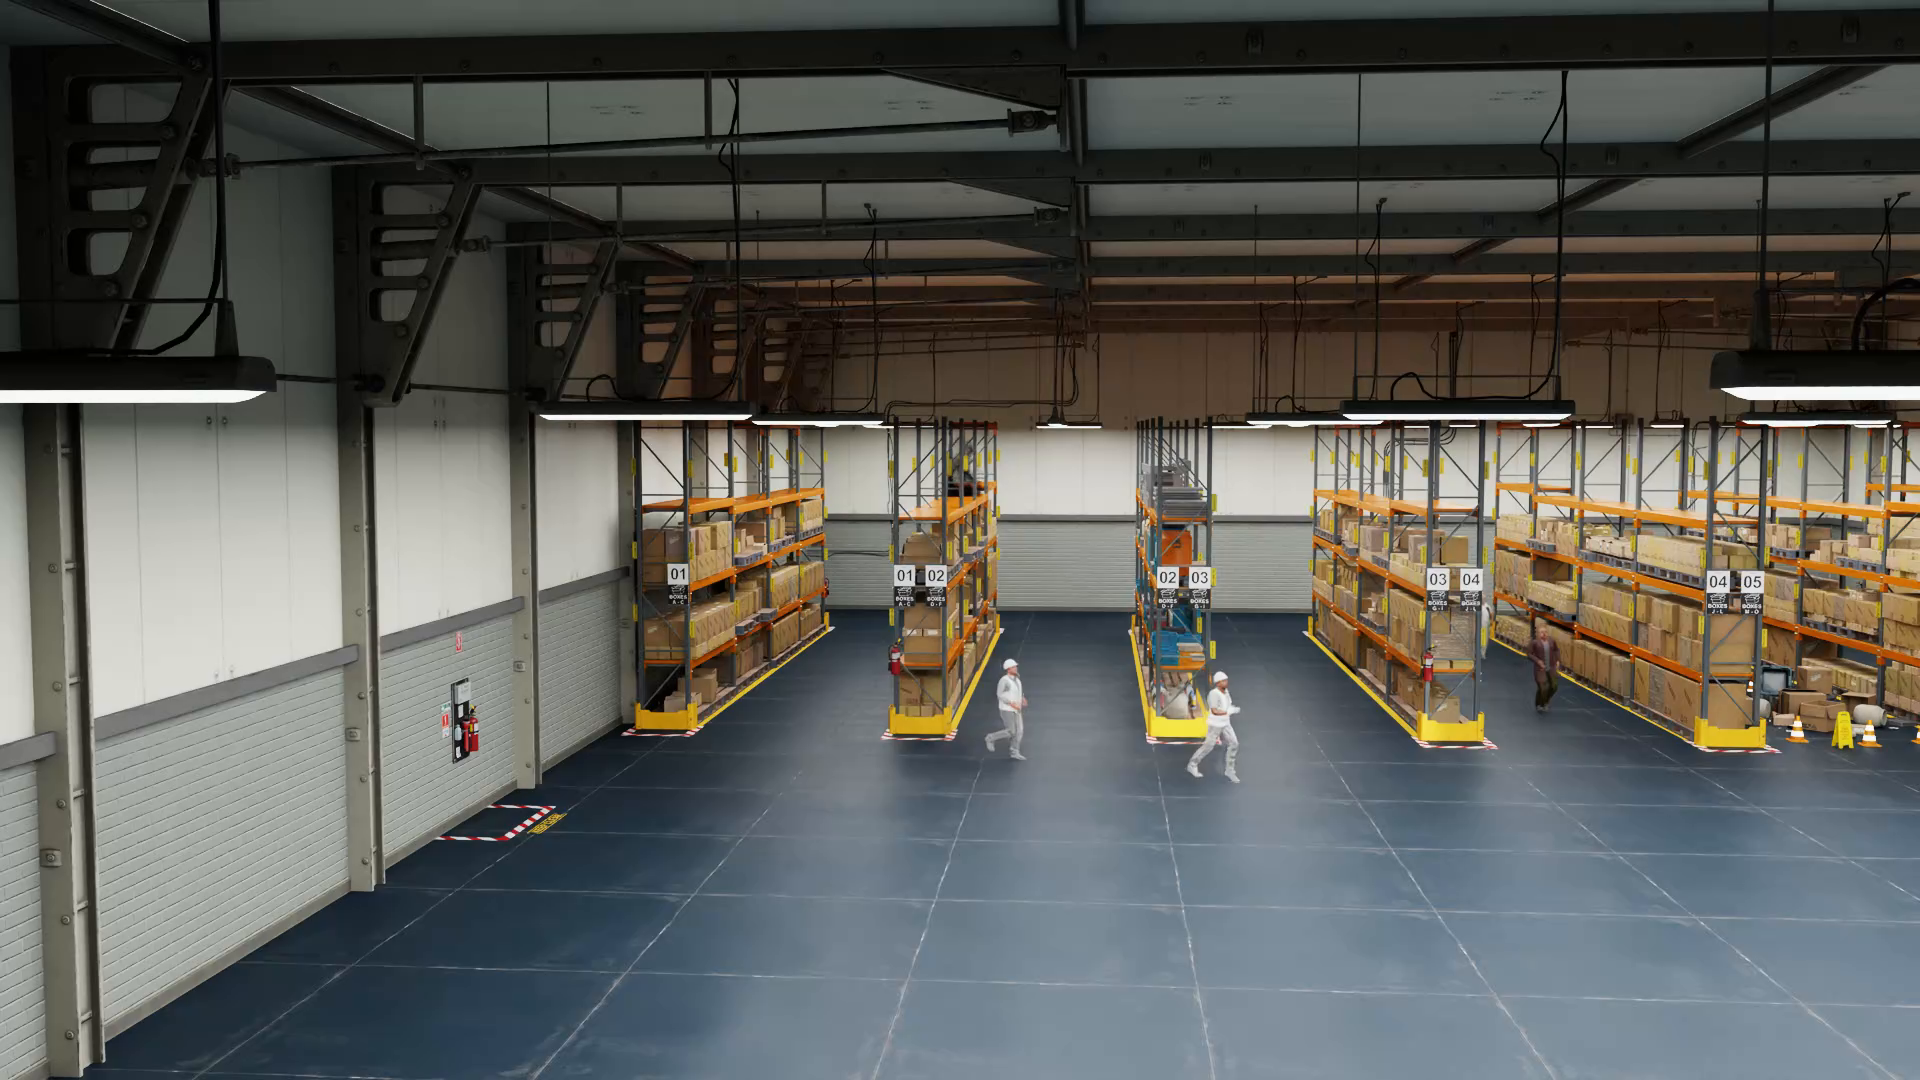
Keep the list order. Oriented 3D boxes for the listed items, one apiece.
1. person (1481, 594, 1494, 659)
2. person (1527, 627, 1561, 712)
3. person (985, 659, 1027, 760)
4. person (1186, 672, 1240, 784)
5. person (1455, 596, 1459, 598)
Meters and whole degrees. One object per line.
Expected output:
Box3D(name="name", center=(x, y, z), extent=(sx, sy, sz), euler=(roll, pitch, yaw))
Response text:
Box3D(name="person", center=(13.190, 2.180, 41.993), extent=(0.621, 1.624, 0.769), euler=(0, 4, 6))
Box3D(name="person", center=(11.907, 2.639, 33.848), extent=(0.722, 1.735, 0.660), euler=(0, 4, -1))
Box3D(name="person", center=(0.842, 2.959, 29.158), extent=(0.735, 1.761, 0.667), euler=(2, 4, 32))
Box3D(name="person", center=(4.192, 3.056, 27.201), extent=(0.923, 1.830, 0.693), euler=(3, 5, 35))
Box3D(name="person", center=(13.494, 1.885, 45.640), extent=(0.721, 1.742, 0.745), euler=(2, 4, 26))
